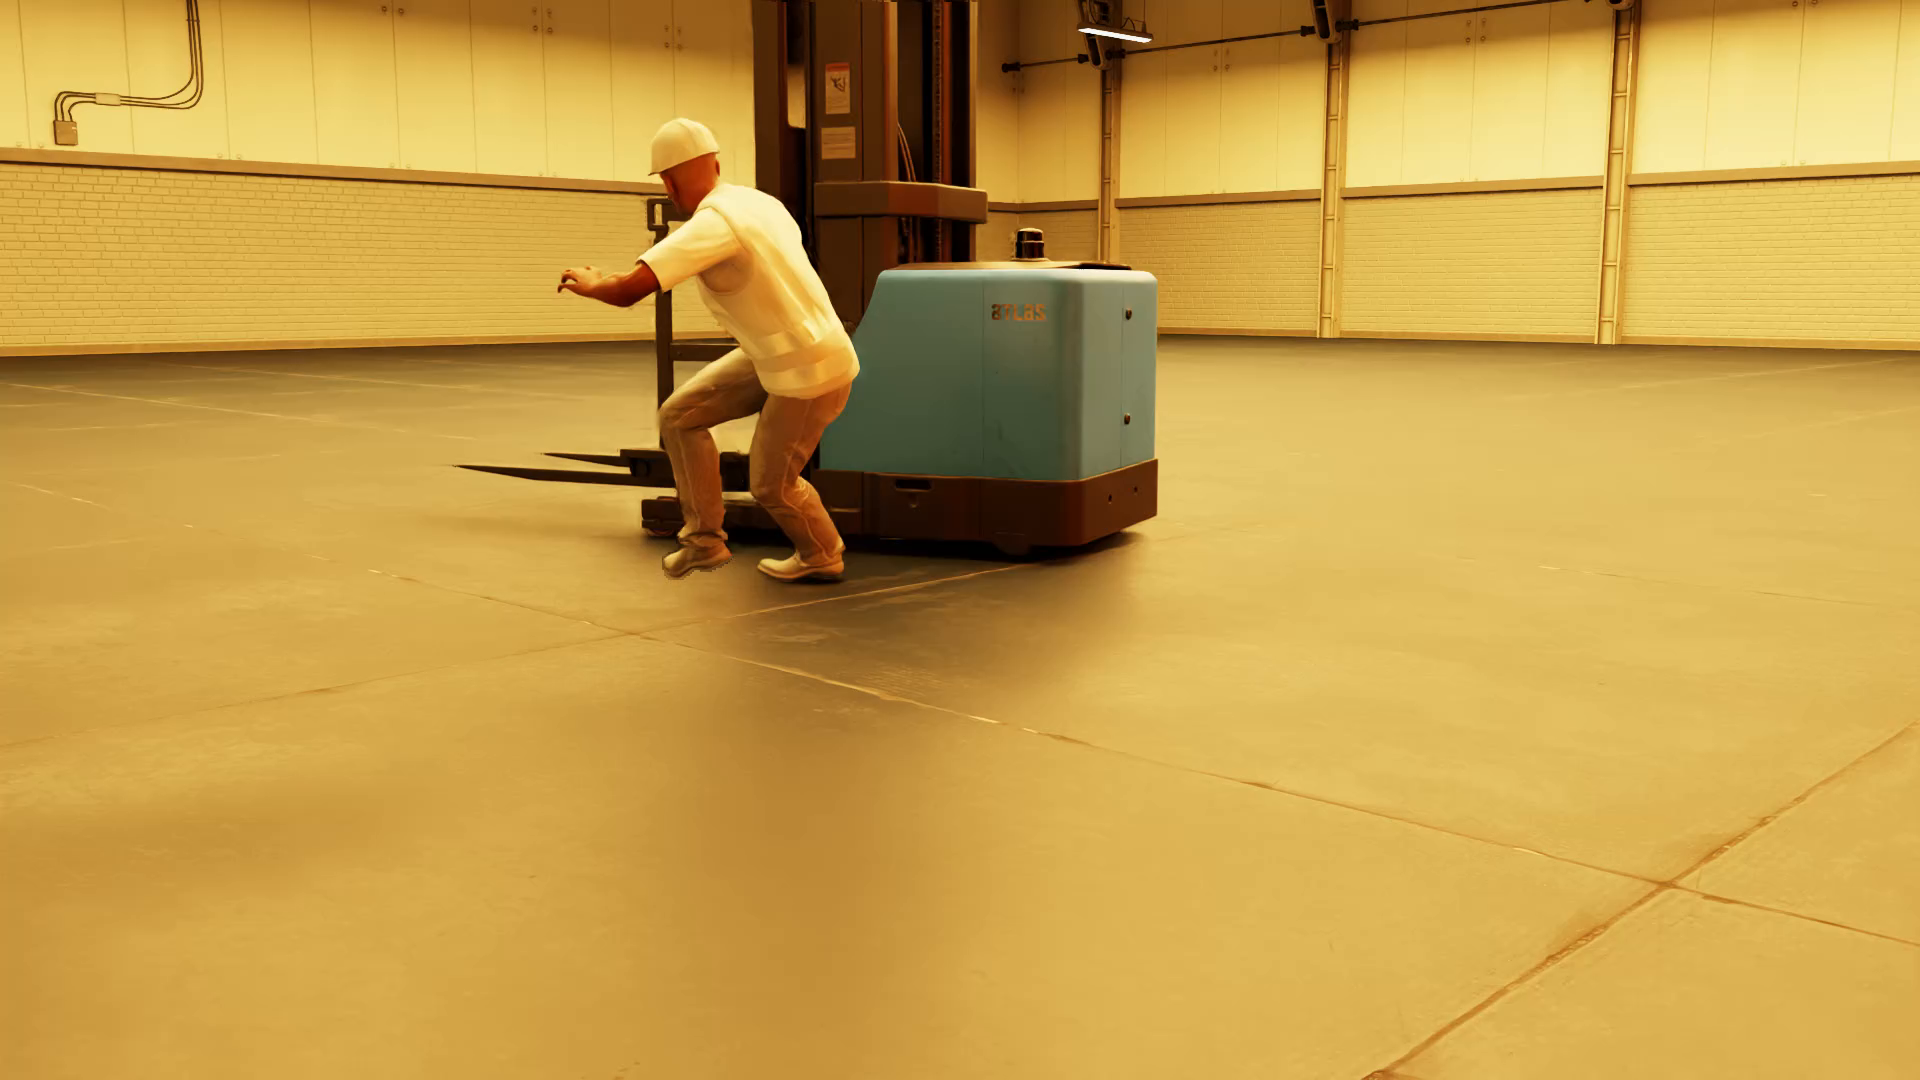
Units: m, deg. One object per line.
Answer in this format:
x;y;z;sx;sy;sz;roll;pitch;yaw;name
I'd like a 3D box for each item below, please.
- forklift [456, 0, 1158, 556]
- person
-0.741;-1.513;6.922;3.031;2.935;1.130;4;9;24;forklift
-0.790;-0.562;5.334;0.919;1.512;1.039;-1;9;-6;person
